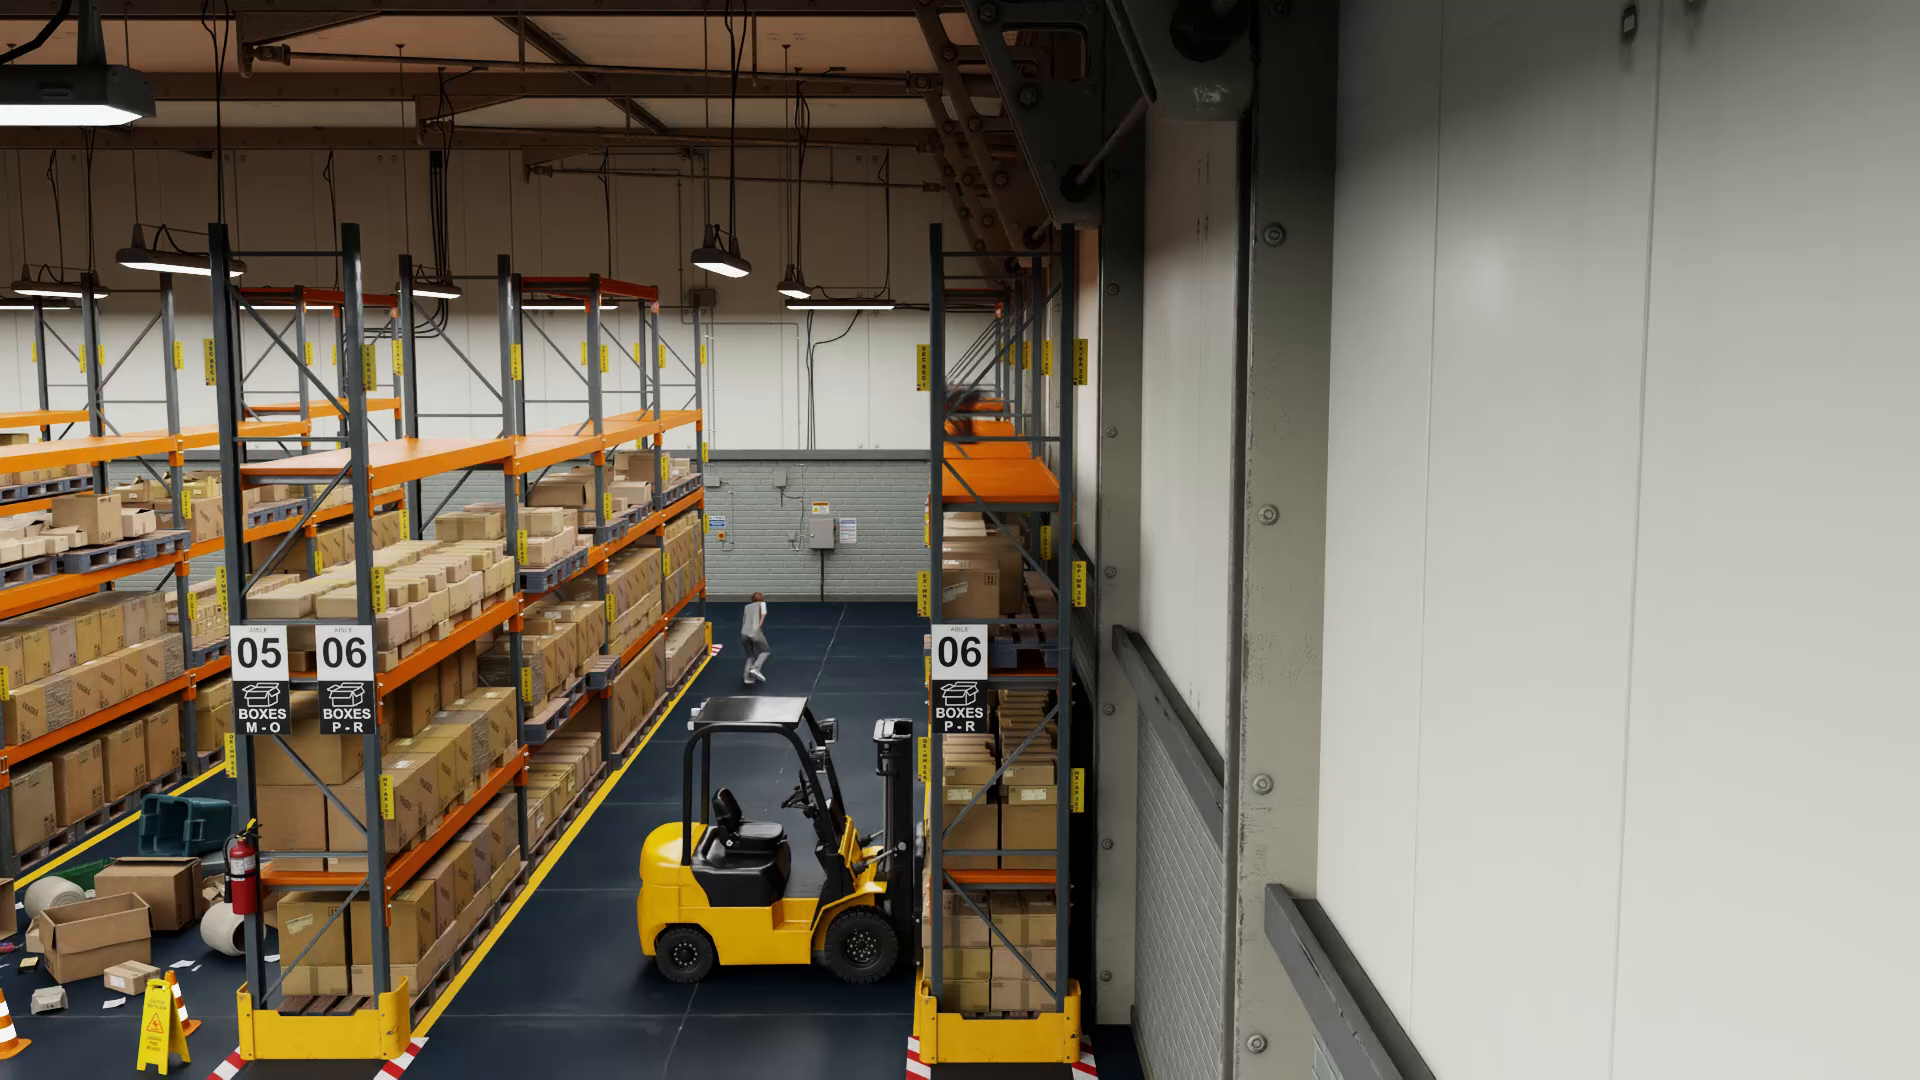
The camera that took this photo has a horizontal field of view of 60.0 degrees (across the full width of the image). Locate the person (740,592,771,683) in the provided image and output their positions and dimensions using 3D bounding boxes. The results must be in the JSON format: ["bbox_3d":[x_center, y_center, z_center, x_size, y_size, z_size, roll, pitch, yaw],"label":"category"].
[{"bbox_3d":[-3.155,1.500,25.699,0.582,1.340,0.900,3,7,21],"label":"person"}]
